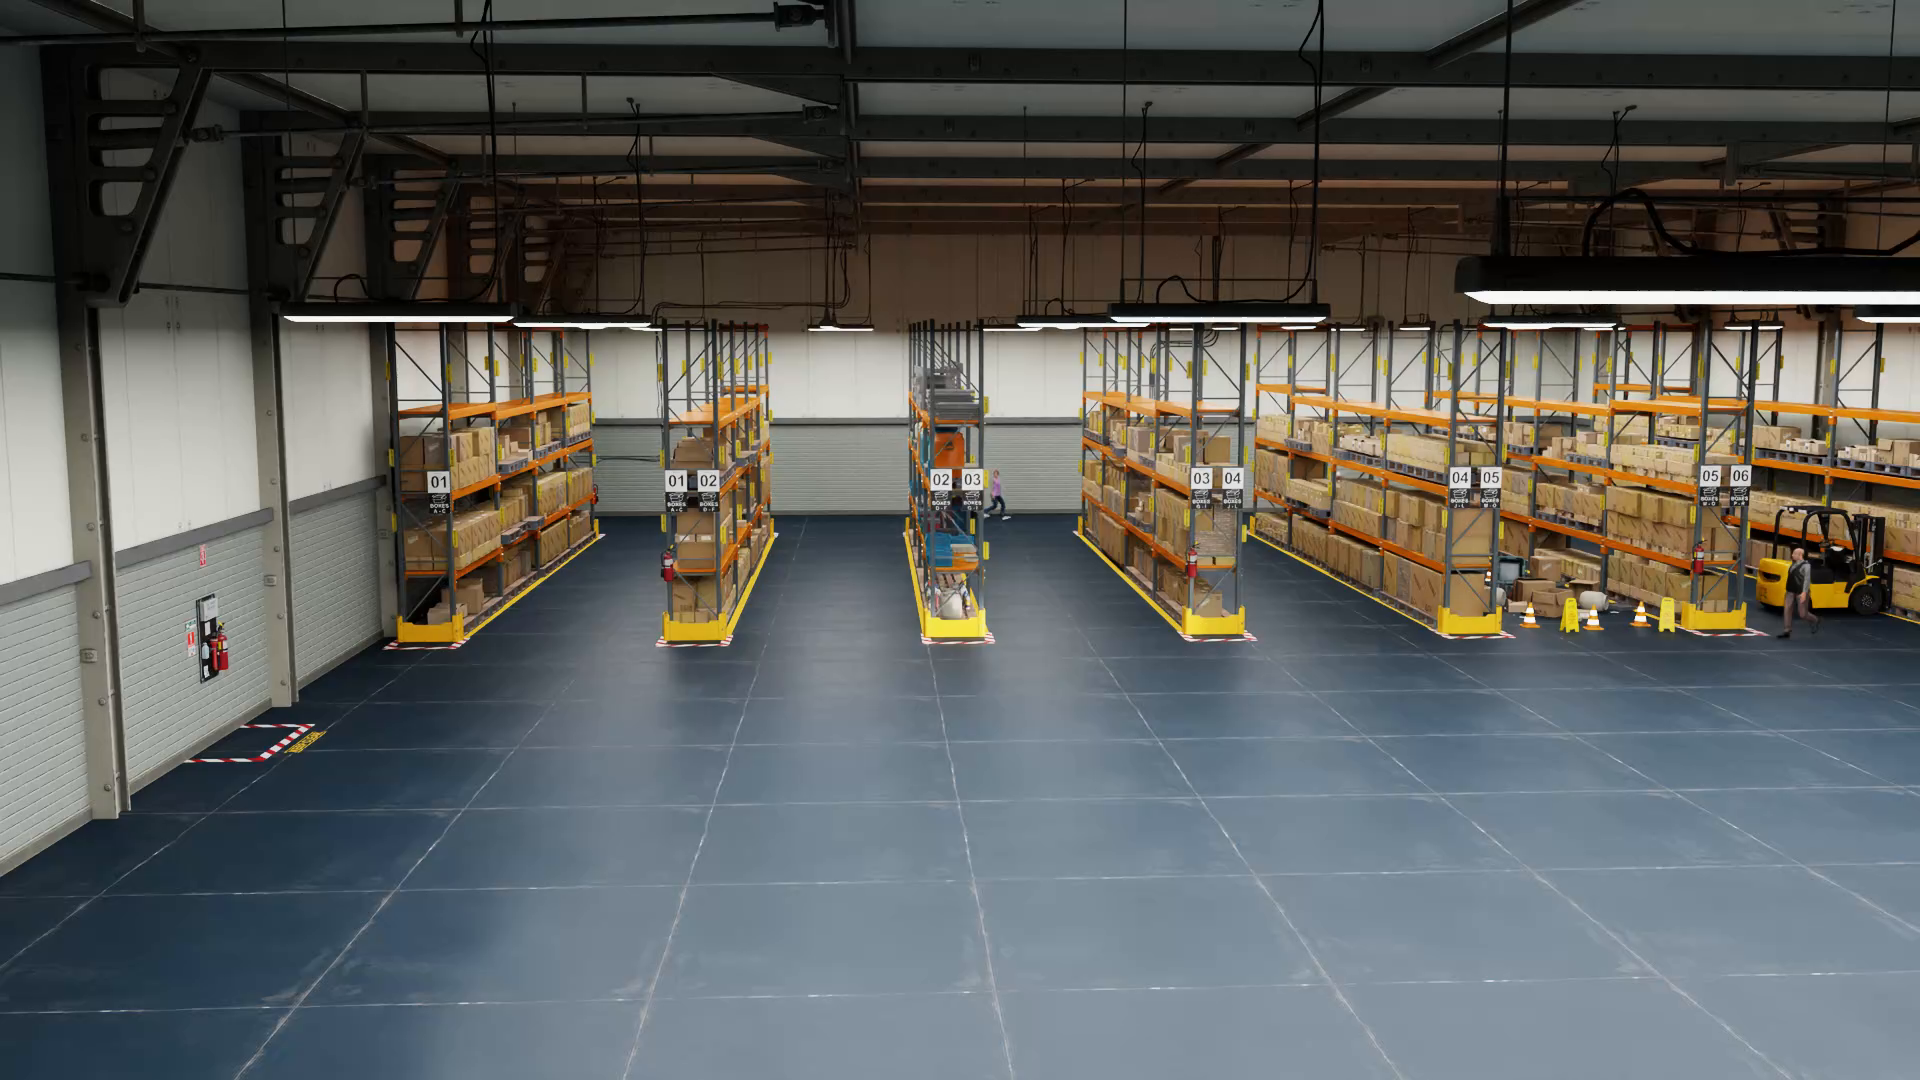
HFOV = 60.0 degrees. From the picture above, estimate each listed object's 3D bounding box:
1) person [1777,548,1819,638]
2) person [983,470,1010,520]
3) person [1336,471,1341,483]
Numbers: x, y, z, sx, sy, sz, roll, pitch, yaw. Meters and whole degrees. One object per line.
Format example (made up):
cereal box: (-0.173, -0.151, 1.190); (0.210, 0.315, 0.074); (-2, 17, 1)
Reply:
person: (15.896, 1.045, 31.433); (0.808, 1.615, 0.518); (-4, 8, -30)
person: (1.138, -1.399, 51.467); (0.855, 1.536, 0.468); (3, 8, 25)
person: (10.905, -1.146, 48.361); (1.010, 1.729, 0.697); (3, 8, 22)
